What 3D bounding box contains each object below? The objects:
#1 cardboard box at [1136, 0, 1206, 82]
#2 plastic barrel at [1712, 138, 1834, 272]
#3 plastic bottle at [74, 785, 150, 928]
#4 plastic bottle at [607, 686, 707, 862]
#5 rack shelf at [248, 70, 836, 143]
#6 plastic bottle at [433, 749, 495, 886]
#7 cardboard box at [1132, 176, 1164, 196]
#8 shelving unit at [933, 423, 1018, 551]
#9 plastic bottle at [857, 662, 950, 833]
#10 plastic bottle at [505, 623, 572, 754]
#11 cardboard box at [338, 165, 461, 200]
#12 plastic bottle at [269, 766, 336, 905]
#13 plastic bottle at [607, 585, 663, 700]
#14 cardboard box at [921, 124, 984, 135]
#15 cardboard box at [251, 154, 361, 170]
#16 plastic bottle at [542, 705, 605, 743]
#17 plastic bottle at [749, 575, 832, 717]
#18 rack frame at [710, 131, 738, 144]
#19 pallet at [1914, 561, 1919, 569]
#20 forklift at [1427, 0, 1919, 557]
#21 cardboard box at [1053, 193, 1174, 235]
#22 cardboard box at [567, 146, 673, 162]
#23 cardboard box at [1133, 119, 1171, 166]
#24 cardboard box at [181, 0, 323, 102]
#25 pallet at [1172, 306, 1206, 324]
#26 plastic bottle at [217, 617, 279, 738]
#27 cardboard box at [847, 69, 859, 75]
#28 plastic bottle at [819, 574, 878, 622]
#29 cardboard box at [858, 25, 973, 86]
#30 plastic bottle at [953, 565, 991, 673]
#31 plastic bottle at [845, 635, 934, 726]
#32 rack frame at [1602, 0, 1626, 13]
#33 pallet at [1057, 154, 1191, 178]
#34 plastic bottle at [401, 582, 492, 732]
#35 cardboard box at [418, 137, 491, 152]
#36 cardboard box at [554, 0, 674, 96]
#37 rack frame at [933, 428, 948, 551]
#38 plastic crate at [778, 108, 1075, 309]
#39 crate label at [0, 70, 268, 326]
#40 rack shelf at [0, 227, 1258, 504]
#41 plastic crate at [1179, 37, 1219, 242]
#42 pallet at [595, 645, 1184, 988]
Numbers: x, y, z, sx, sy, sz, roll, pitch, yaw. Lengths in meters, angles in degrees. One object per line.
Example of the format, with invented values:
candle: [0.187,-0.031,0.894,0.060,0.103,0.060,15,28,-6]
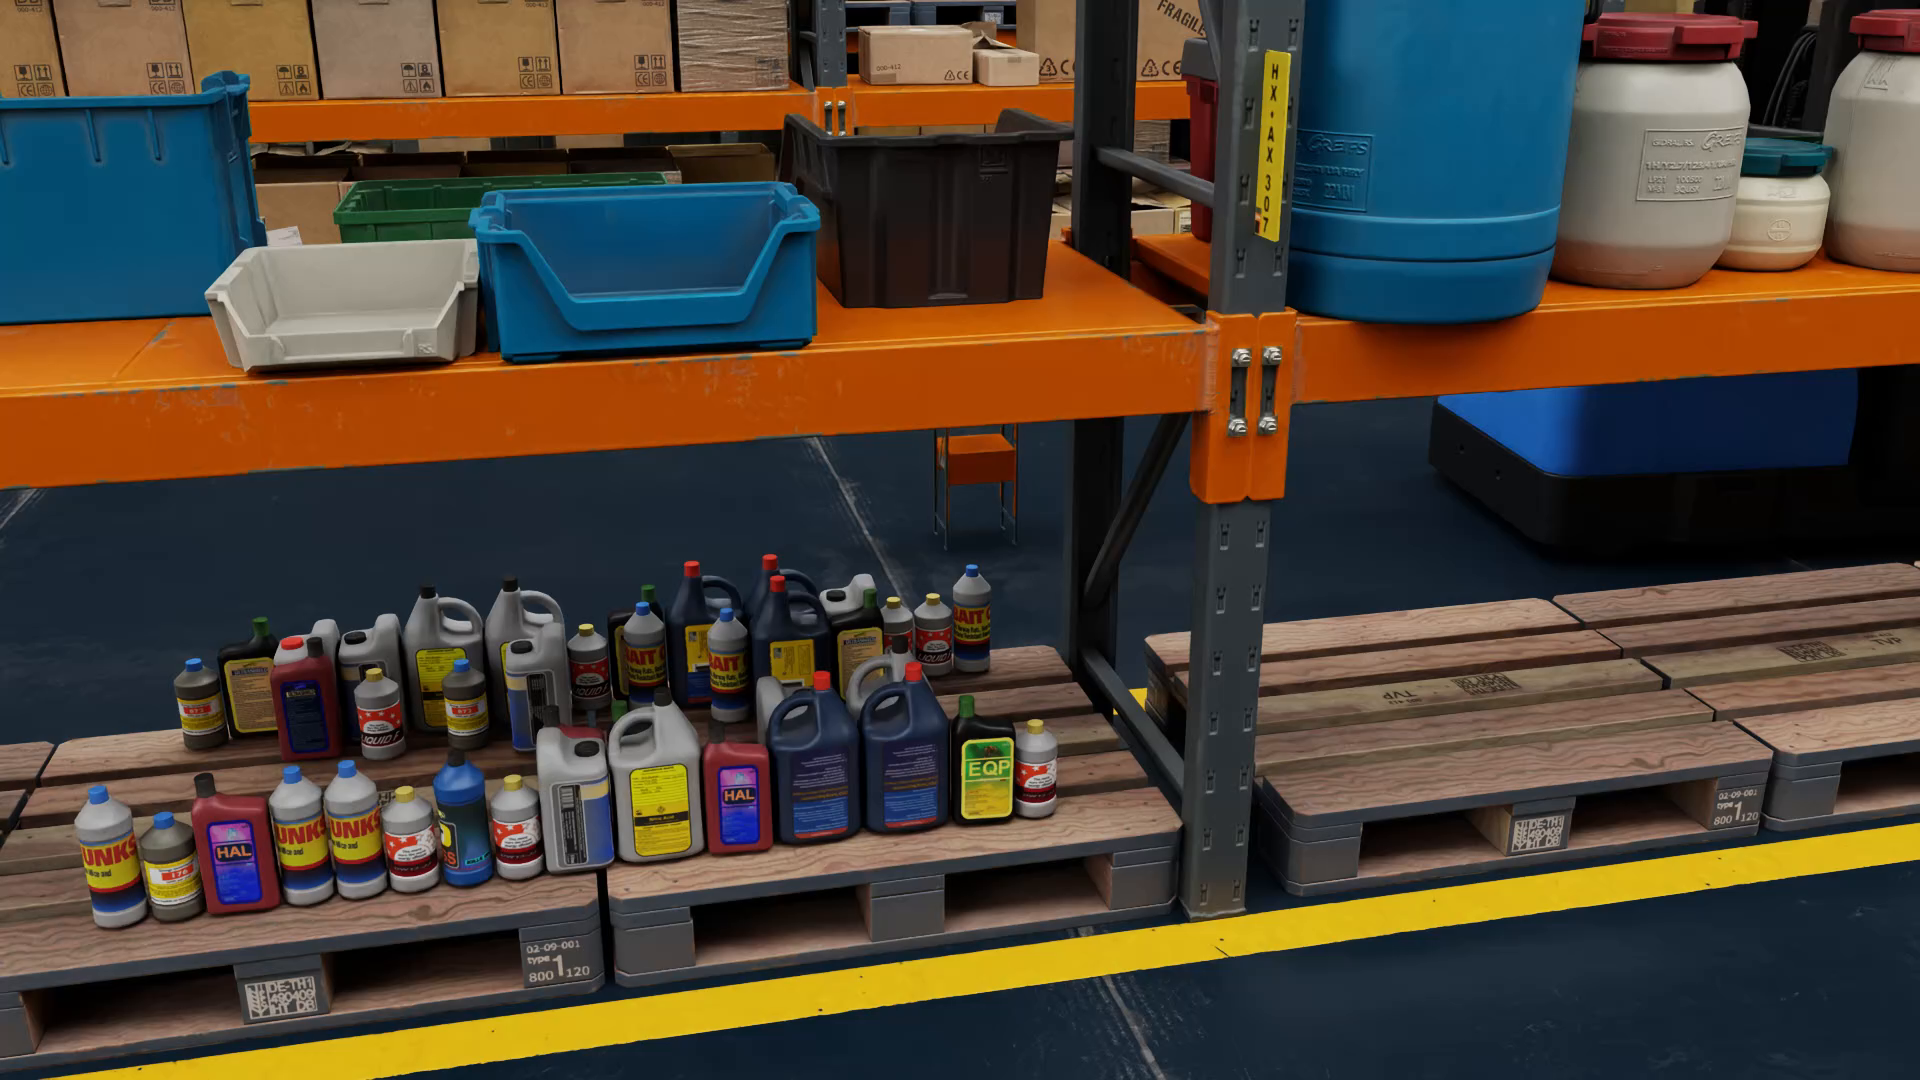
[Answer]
cardboard box: [1.057,-2.600,8.406,0.500,0.500,0.500,-5,21,-12]
plastic barrel: [1.765,-0.747,3.693,0.301,0.262,0.301,0,20,0]
plastic bottle: [-1.615,0.594,3.159,0.097,0.271,0.097,0,20,0]
plastic bottle: [-0.620,0.467,3.389,0.185,0.351,0.144,-5,21,-13]
rack shelf: [-2.641,-1.920,7.742,4.000,0.370,1.077,-5,21,-12]
plastic bottle: [-0.987,0.543,3.299,0.097,0.271,0.097,0,20,0]
cardboard box: [1.115,-1.834,9.033,0.500,0.311,0.500,-5,21,-13]
shelving unit: [0.052,-0.497,5.646,0.252,1.050,0.215,-5,21,-12]
plastic bottle: [-0.119,0.427,3.501,0.185,0.351,0.144,-5,21,-14]
plastic bottle: [-0.978,0.335,3.858,0.135,0.276,0.152,-5,21,-12]
cardboard box: [-2.554,-1.444,7.692,0.500,0.500,0.500,-5,21,-12]
plastic bottle: [-1.281,0.567,3.234,0.097,0.271,0.097,0,20,0]
plastic bottle: [-0.793,0.250,4.081,0.133,0.283,0.061,-4,20,-10]
cardboard box: [-0.128,-3.256,13.335,0.500,0.500,0.700,-4,21,-12]
cardboard box: [-3.164,-1.584,8.075,0.500,0.500,0.500,-5,21,-12]
plastic bottle: [-0.804,0.475,3.467,0.133,0.283,0.061,-5,21,-12]
plastic bottle: [-0.406,0.252,3.976,0.185,0.351,0.144,-5,21,-12]
rack frame: [-1.838,-4.074,12.576,0.127,3.000,1.000,-5,21,-12]
pallet: [3.571,0.283,4.735,1.213,0.211,1.003,-5,21,-12]
forklift: [3.367,-1.531,5.734,3.031,2.935,1.130,-3,20,-7]
cardboard box: [0.757,-1.614,8.433,0.500,0.311,0.500,-5,21,-14]
cardboard box: [-1.703,-1.701,8.393,0.500,0.500,0.500,-5,21,-12]
cardboard box: [1.366,-3.349,13.591,0.500,0.500,0.700,-4,21,-12]
cardboard box: [-3.135,-2.260,7.478,0.500,0.500,0.700,-5,21,-12]
pallet: [1.203,-1.276,8.992,1.213,0.211,1.003,-5,21,-12]
plastic bottle: [-1.655,0.320,3.890,0.133,0.283,0.061,-4,21,-11]
cardboard box: [-0.698,-3.559,13.074,0.500,0.250,0.500,-5,21,-14]
plastic bottle: [-0.278,0.228,4.153,0.135,0.276,0.152,-4,20,-11]
cardboard box: [-0.226,-2.400,8.222,0.500,0.250,0.500,-3,20,-9]
plastic bottle: [0.031,0.195,4.248,0.097,0.271,0.097,0,20,0]
plastic bottle: [-0.152,0.378,3.632,0.185,0.351,0.144,-5,21,-12]
rack frame: [3.198,-2.733,8.915,0.127,3.000,1.000,-5,21,-12]
pallet: [1.294,-3.020,13.752,1.213,0.211,1.003,-5,21,-12]
plastic bottle: [-1.218,0.267,3.935,0.185,0.351,0.144,-4,20,-10]
cardboard box: [-3.757,-2.902,12.369,0.500,0.500,0.700,-6,21,-16]
cardboard box: [-1.637,-2.382,7.812,0.500,0.500,0.700,-5,21,-13]
rack frame: [-0.067,-0.488,5.619,0.008,1.050,0.200,-5,21,-12]
plastic crate: [-0.097,-0.730,3.537,0.504,0.338,0.767,-5,21,-12]
crate label: [-1.722,-0.694,3.298,0.616,0.435,0.502,-5,21,-12]
rack shelf: [-1.505,-0.262,3.215,4.000,0.370,1.077,-5,21,-12]
plastic crate: [0.842,-0.929,3.896,0.583,0.464,0.402,-5,21,-12]
pallet: [-0.222,0.590,3.896,1.213,0.211,1.003,-5,21,-12]
